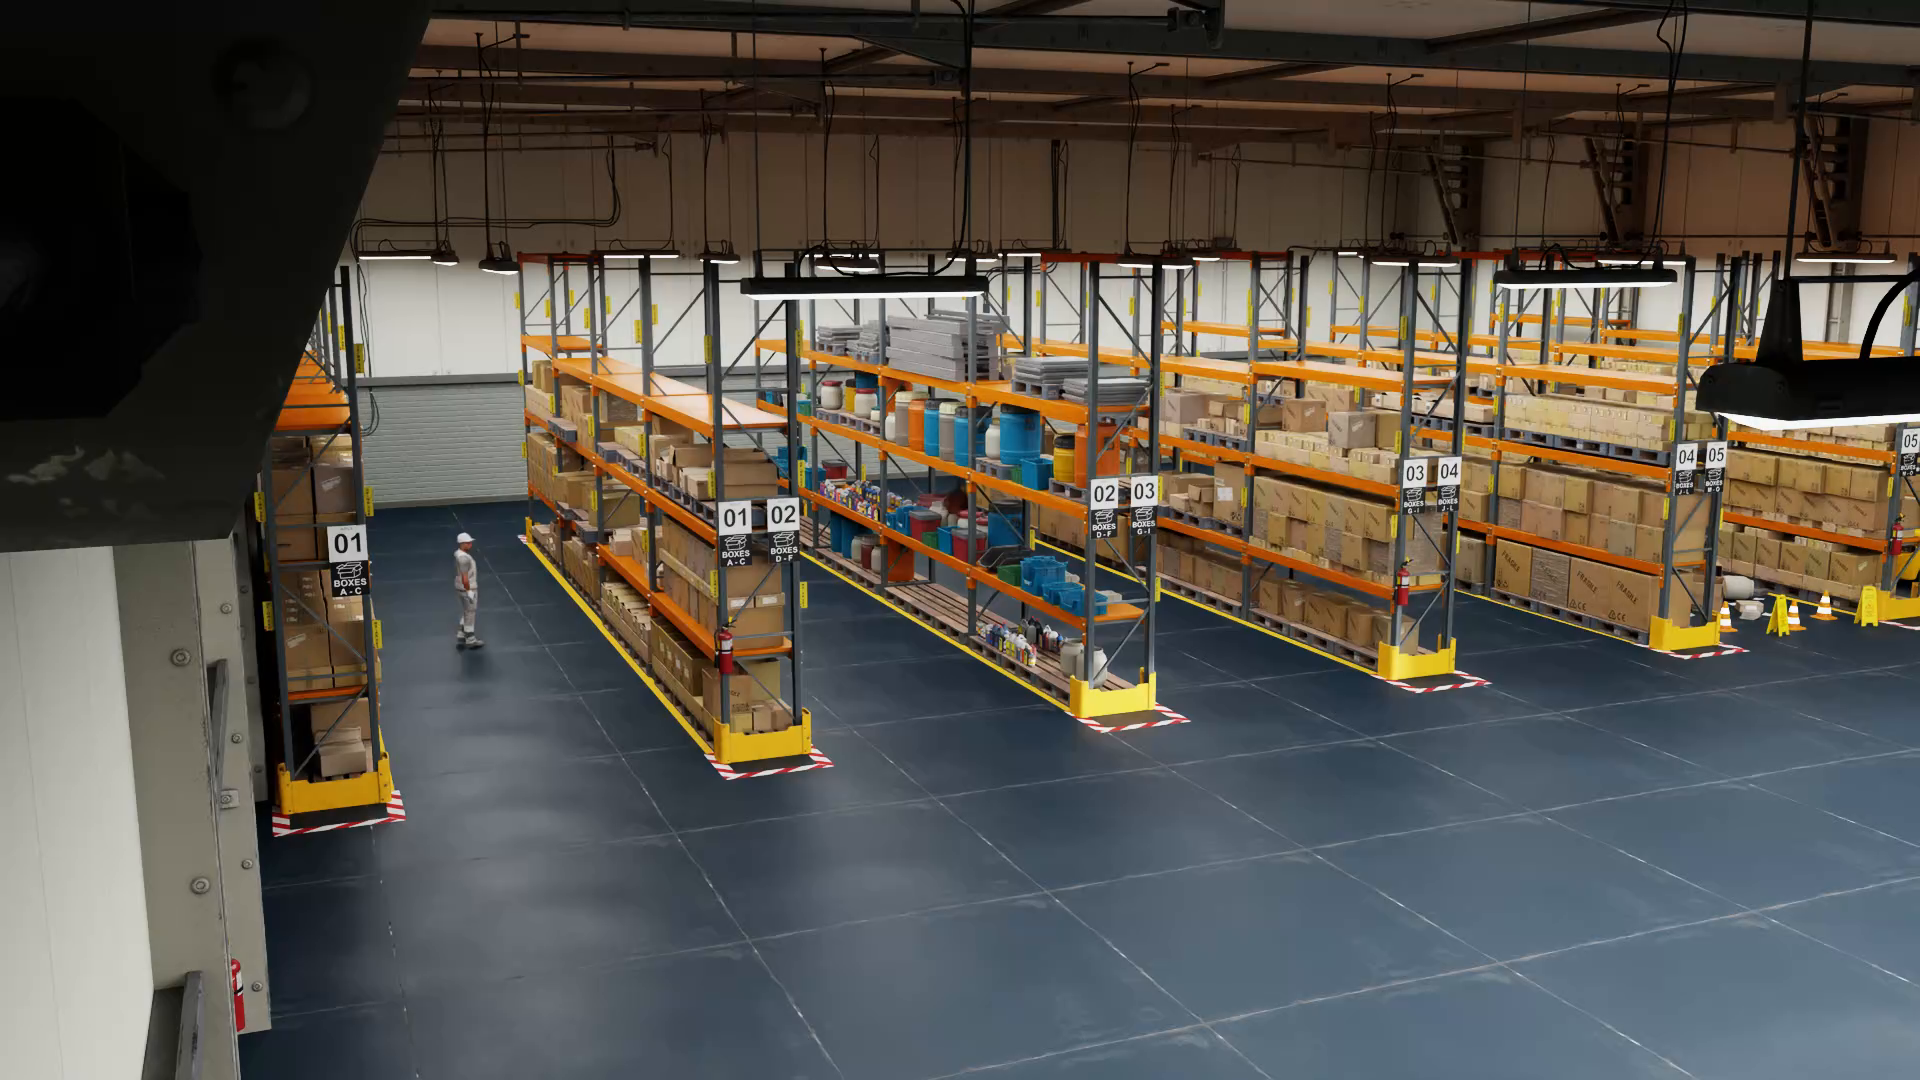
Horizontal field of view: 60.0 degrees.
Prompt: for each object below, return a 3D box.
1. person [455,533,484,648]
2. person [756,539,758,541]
[{"bbox_3d":[-7.647,0.768,25.827,0.393,1.794,0.569,-8,13,-36],"label":"person"},{"bbox_3d":[-4.107,-0.489,32.834,0.682,1.815,0.829,-3,11,-17],"label":"person"}]
